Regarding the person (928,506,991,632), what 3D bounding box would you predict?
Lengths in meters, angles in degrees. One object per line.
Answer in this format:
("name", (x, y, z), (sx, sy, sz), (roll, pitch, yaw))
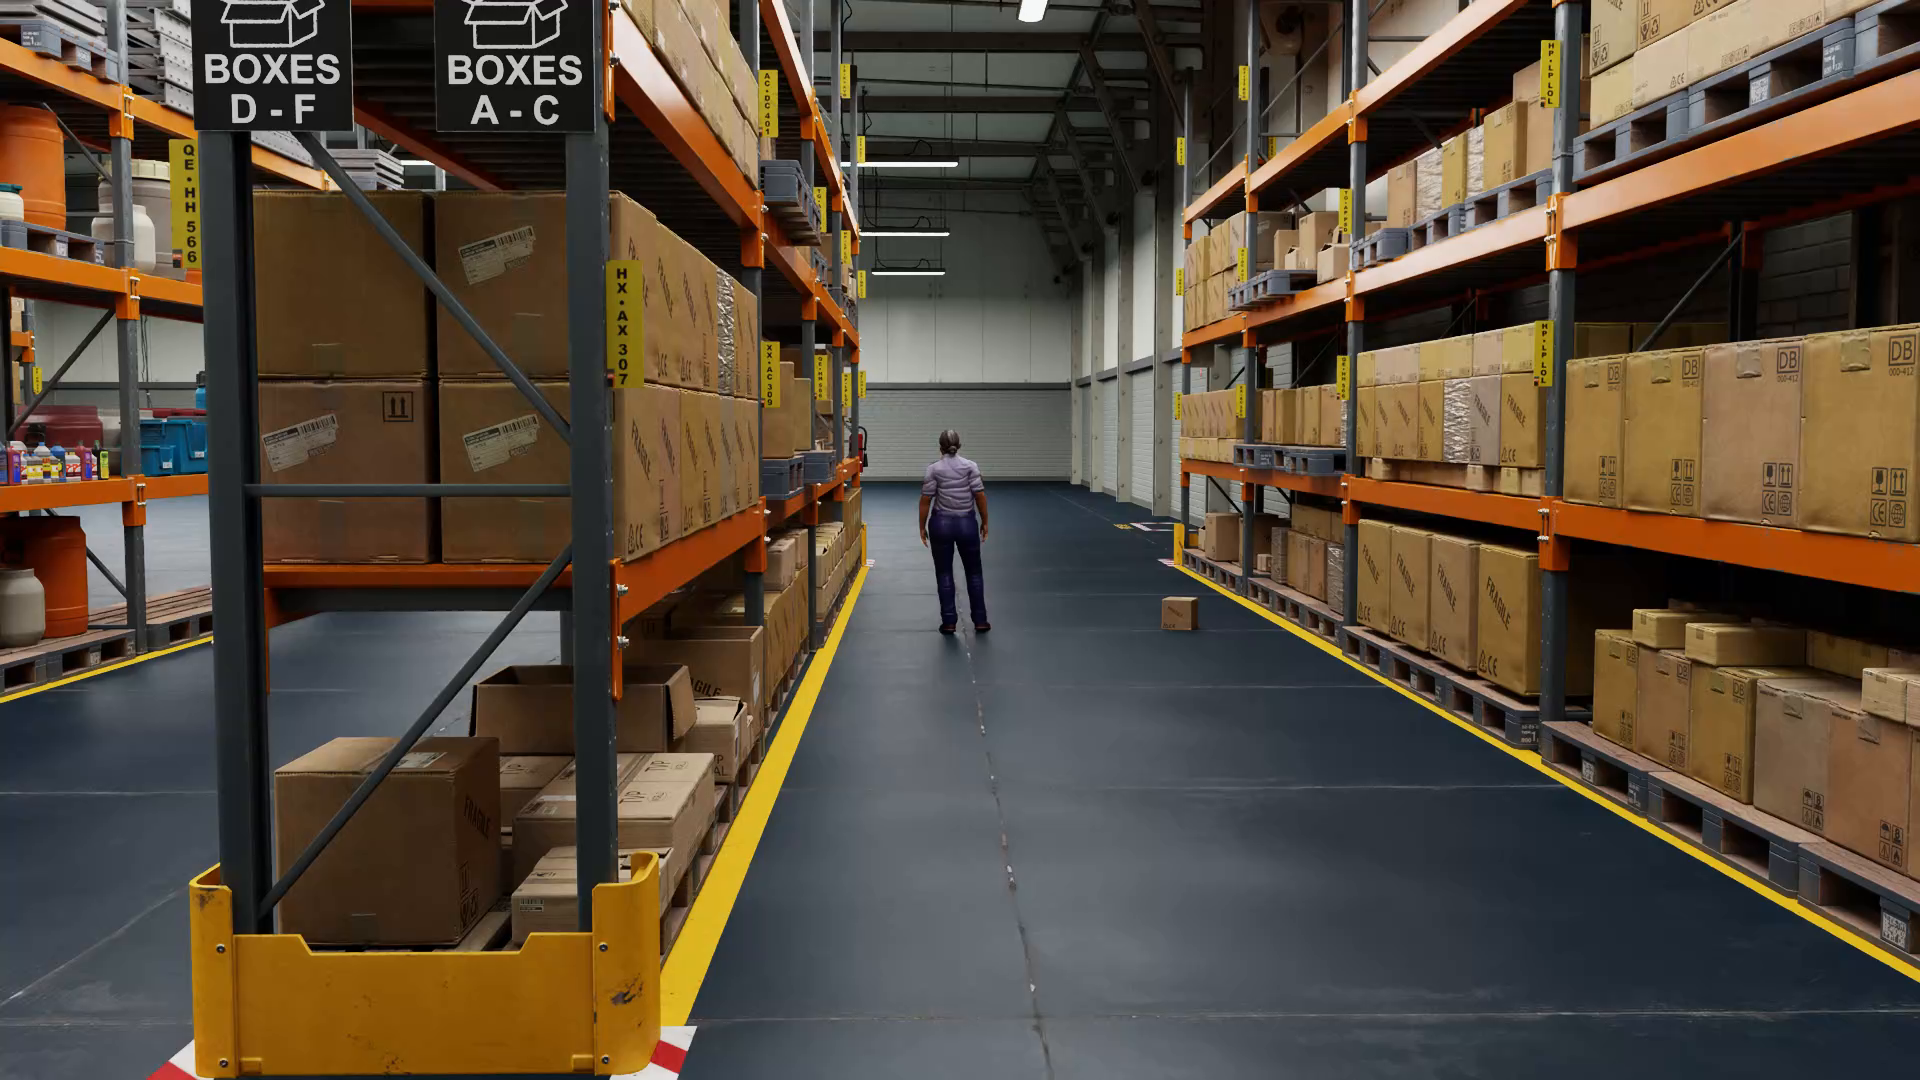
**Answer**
("person", (0.000, 0.234, 13.594), (0.525, 1.029, 0.500), (0, 4, -2))
